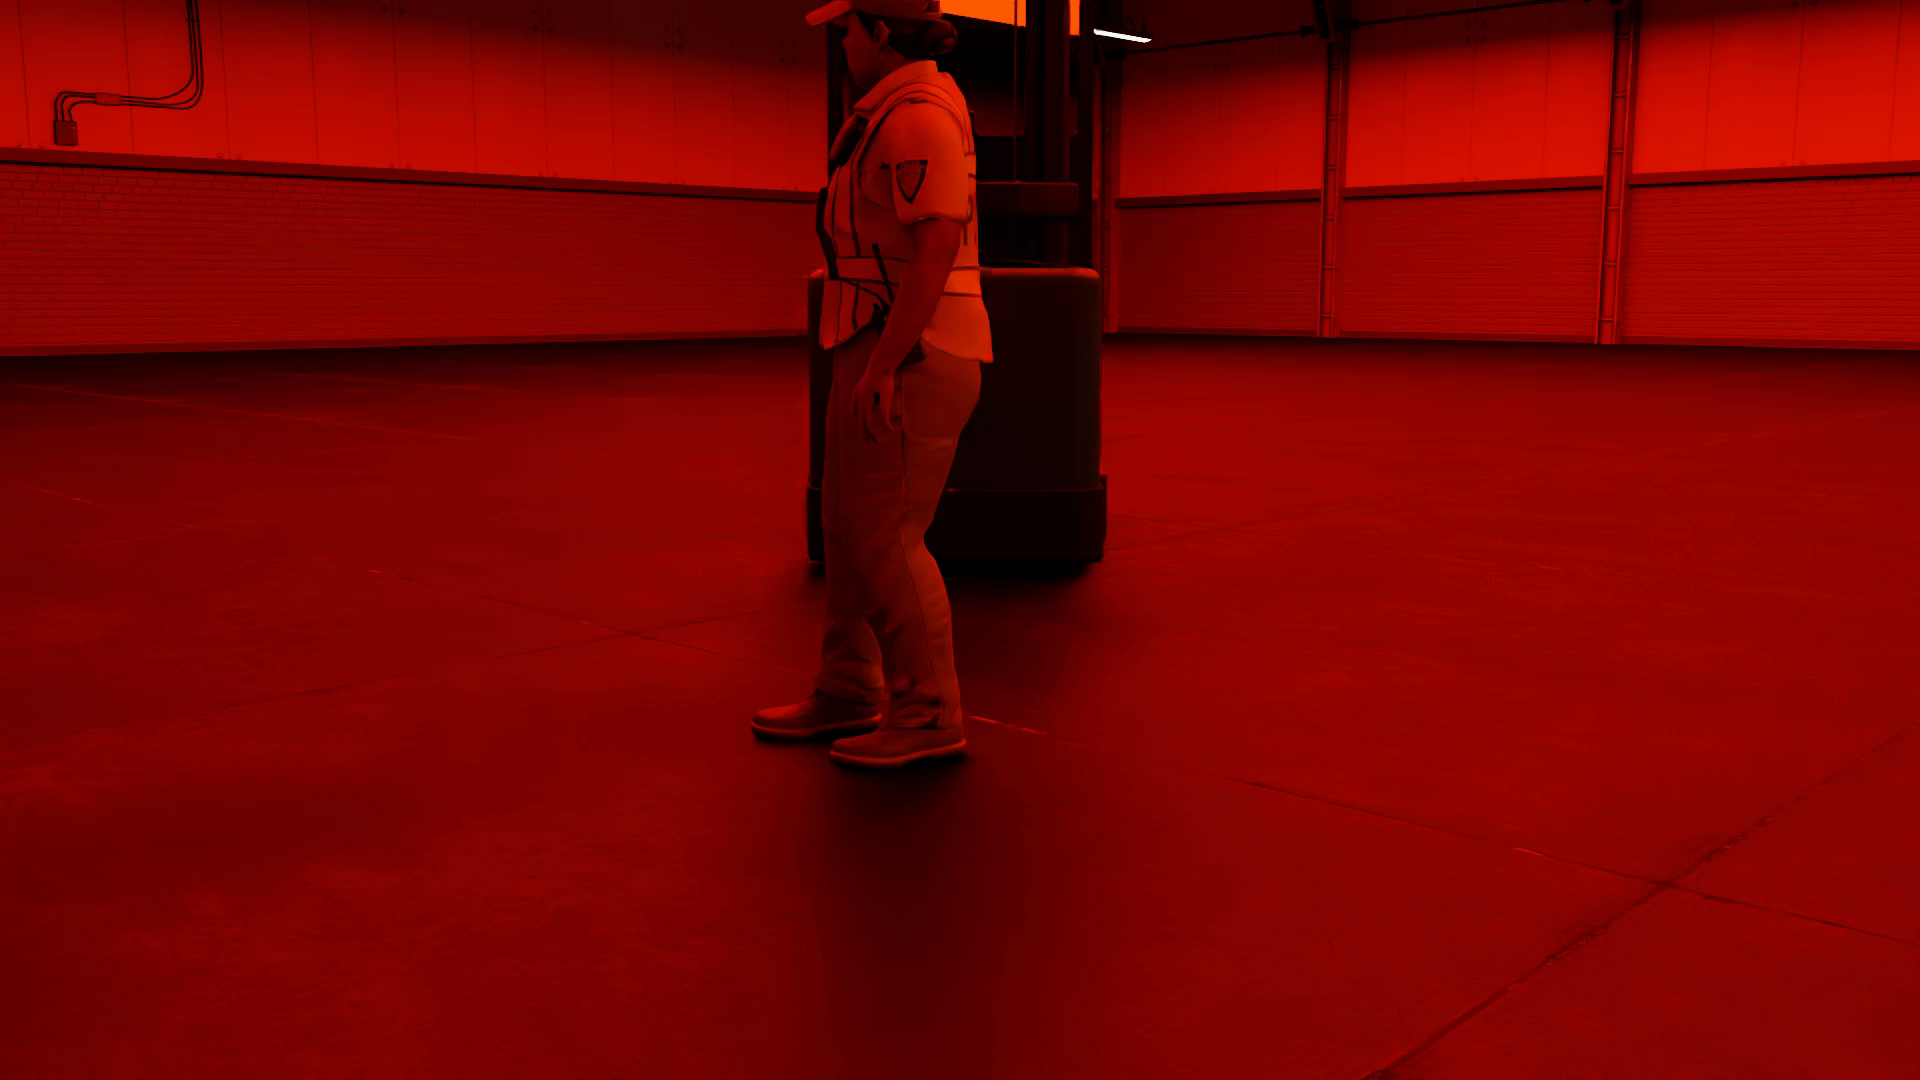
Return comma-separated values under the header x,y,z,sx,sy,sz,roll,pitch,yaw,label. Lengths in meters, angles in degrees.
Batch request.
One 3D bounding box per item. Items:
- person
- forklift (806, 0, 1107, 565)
x,y,z,sx,sy,sz,roll,pitch,yaw,label
-0.196,-0.359,3.522,0.521,1.665,0.643,-1,9,-7,person
0.006,-1.540,7.103,1.130,2.935,3.031,0,9,1,forklift
